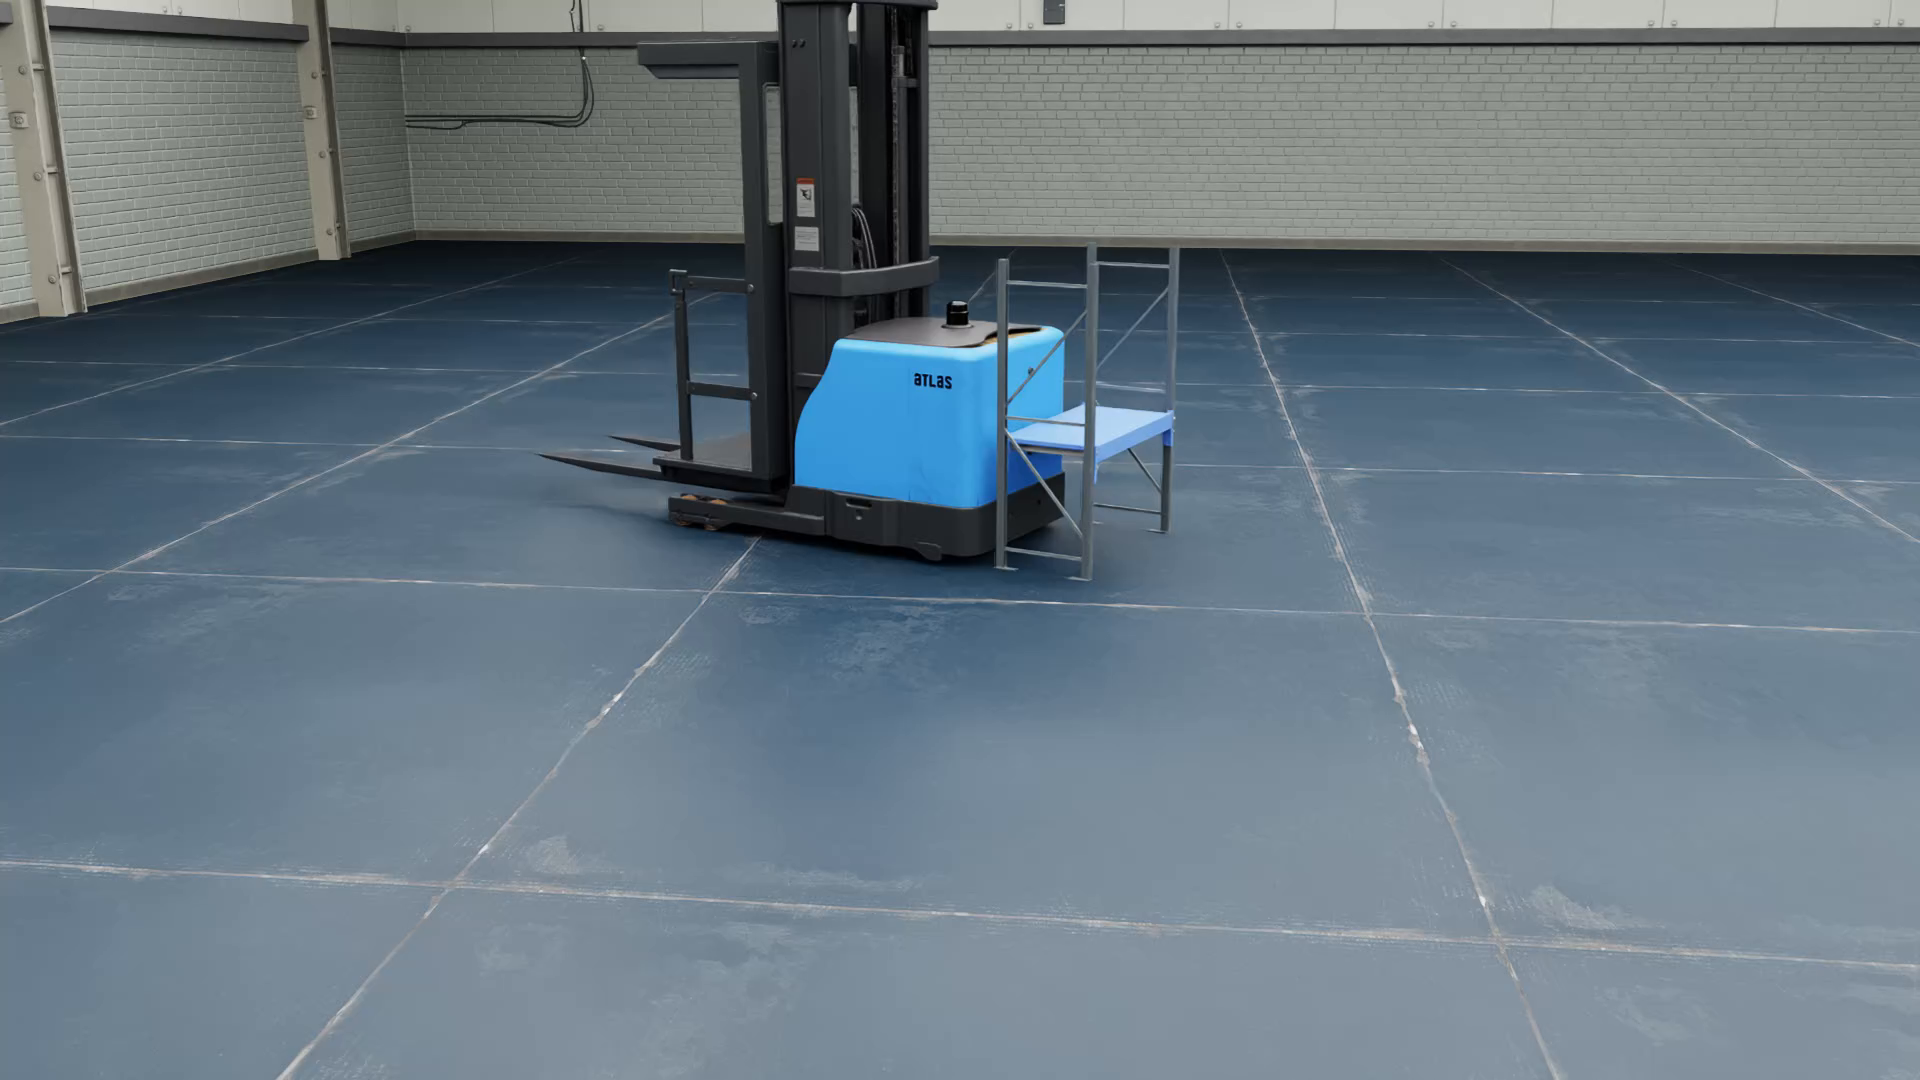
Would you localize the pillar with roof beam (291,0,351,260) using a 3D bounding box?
[{"bbox_3d":[-4.444,-8.141,21.528,9.100,9.000,0.400,2,15,6],"label":"pillar with roof beam"}]

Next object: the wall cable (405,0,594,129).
[{"bbox_3d":[-7.076,-7.494,25.084,3.097,2.526,0.112,2,15,6],"label":"wall cable"}]

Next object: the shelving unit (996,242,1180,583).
[{"bbox_3d":[0.644,-0.672,8.272,0.538,1.500,1.048,8,17,27],"label":"shelving unit"}]

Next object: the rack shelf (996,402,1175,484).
[{"bbox_3d":[0.644,-0.498,8.319,0.538,0.185,1.000,8,17,27],"label":"rack shelf"}]

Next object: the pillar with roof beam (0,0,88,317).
[{"bbox_3d":[-5.121,-6.584,15.773,9.100,9.000,0.400,2,15,6],"label":"pillar with roof beam"}]

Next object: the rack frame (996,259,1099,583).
[{"bbox_3d":[0.403,-0.555,7.840,0.500,1.500,0.032,8,17,27],"label":"rack frame"}]

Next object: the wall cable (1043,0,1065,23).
[{"bbox_3d":[2.355,-10.351,23.186,2.305,6.003,0.169,2,15,6],"label":"wall cable"}]

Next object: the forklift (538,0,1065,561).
[{"bbox_3d":[-0.976,-1.572,8.862,3.031,2.935,1.130,9,17,29],"label":"forklift"}]

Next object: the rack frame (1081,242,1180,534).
[{"bbox_3d":[0.884,-0.788,8.704,0.500,1.500,0.032,8,17,27],"label":"rack frame"}]
